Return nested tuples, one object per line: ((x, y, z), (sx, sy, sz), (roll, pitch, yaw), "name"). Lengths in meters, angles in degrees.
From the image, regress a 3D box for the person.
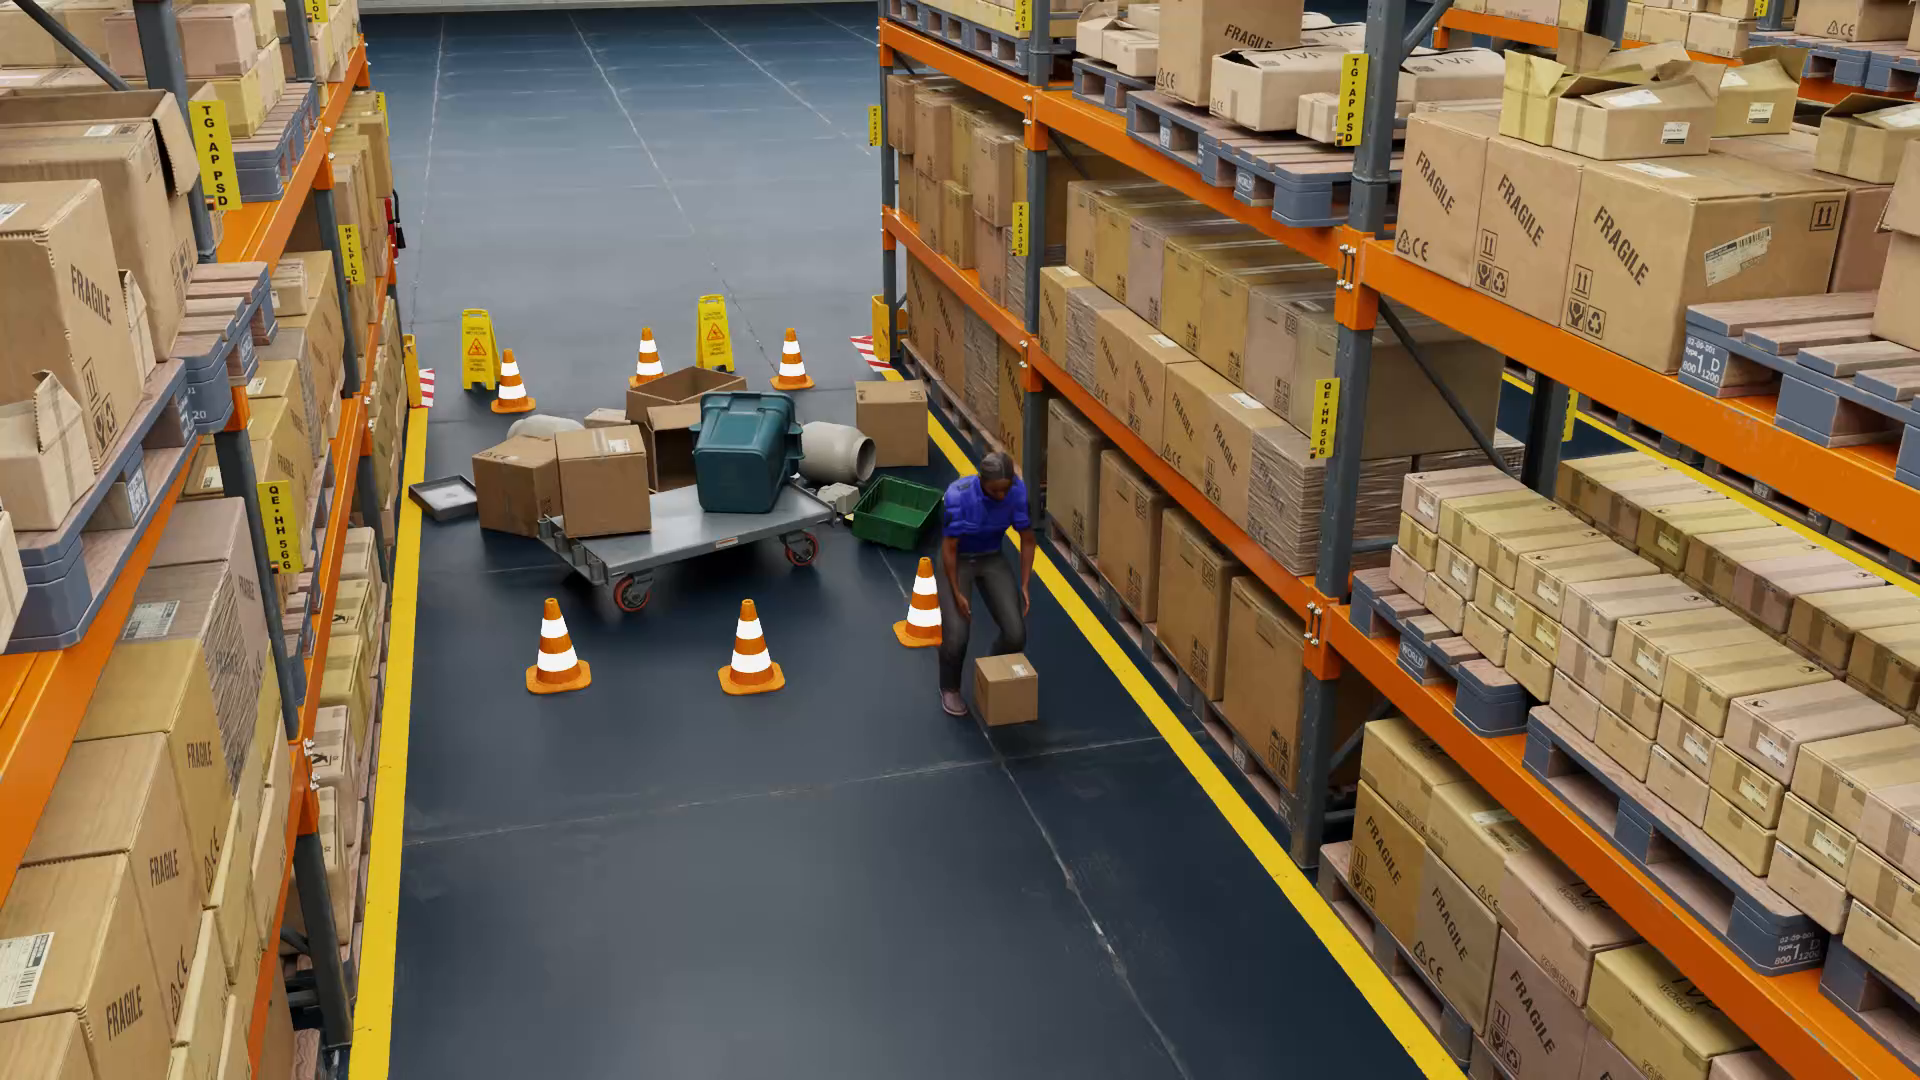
((0.128, 0.187, 8.426), (0.490, 1.465, 0.556), (-6, 24, -14), "person")
